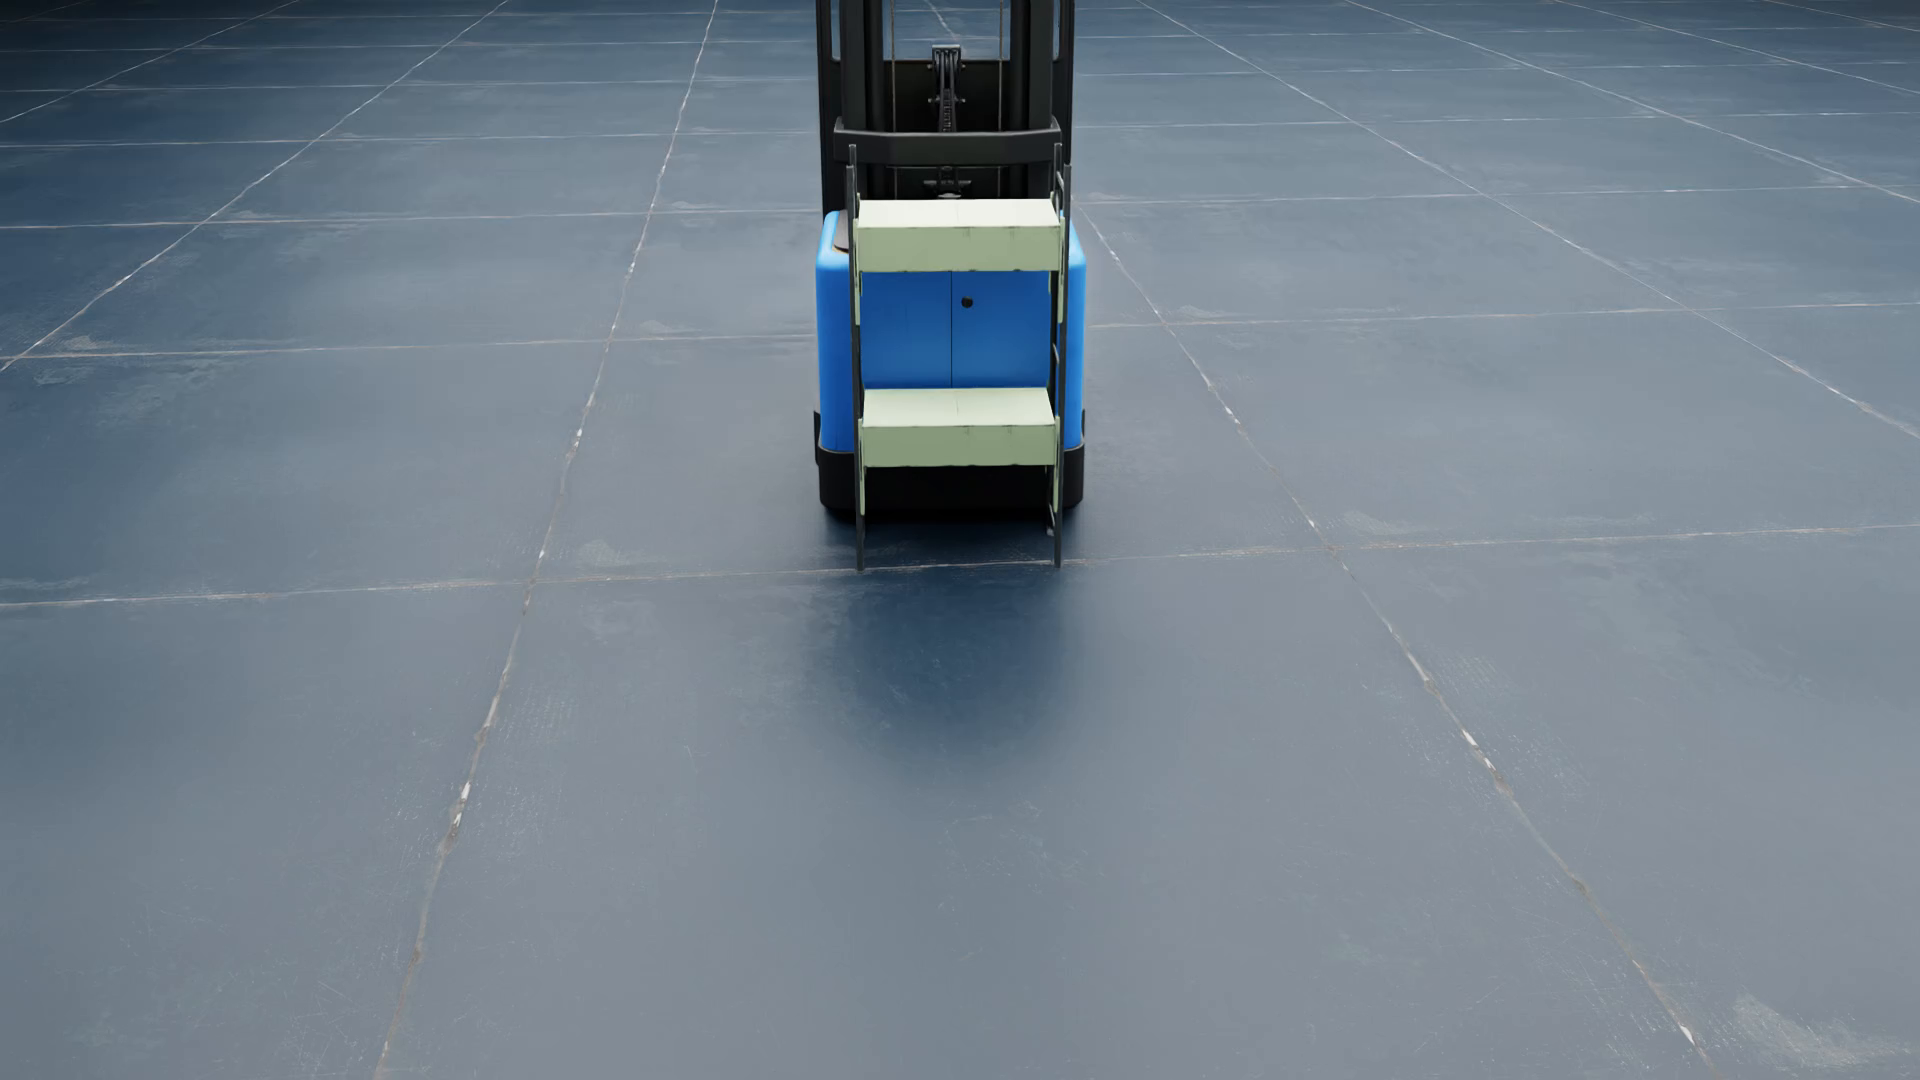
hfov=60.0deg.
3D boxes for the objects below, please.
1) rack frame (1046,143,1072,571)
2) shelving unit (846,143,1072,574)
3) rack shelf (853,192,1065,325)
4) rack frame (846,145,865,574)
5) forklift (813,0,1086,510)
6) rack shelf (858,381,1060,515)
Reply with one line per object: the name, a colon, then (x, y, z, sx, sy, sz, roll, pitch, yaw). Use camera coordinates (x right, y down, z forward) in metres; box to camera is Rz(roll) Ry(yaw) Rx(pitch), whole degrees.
rack frame: (0.356, -0.650, 6.059, 0.023, 1.500, 0.400, -1, 24, -2)
shelving unit: (-0.010, -0.645, 6.047, 0.755, 1.500, 0.431, -1, 24, -2)
rack shelf: (-0.010, -1.002, 5.889, 0.720, 0.370, 0.431, -1, 24, -2)
rack frame: (-0.375, -0.640, 6.036, 0.023, 1.500, 0.400, -1, 24, -2)
forklift: (-0.068, -2.011, 7.359, 1.130, 2.935, 3.031, -1, 24, -1)
rack shelf: (-0.010, -0.347, 6.180, 0.720, 0.370, 0.431, -1, 24, -2)
